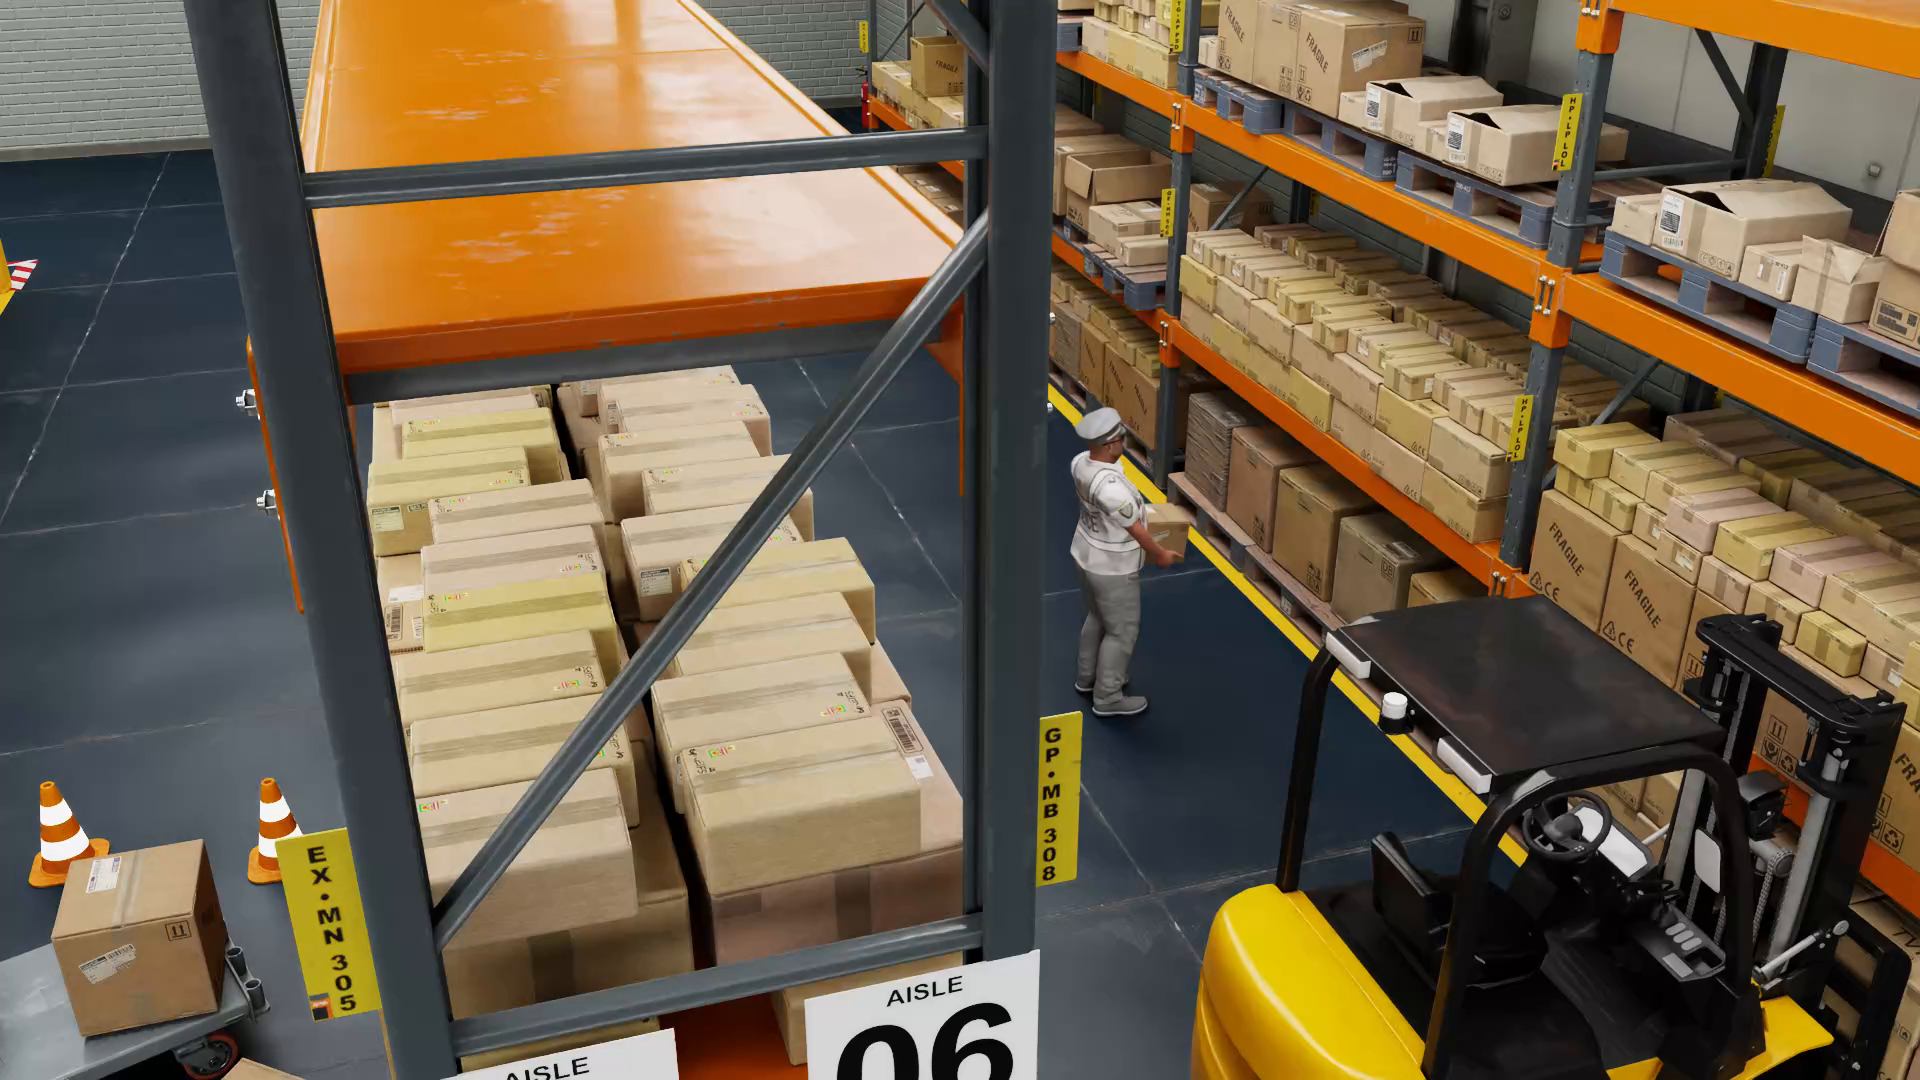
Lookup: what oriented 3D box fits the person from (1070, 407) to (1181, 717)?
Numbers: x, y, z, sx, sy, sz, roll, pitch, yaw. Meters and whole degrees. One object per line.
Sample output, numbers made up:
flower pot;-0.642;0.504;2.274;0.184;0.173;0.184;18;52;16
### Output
person;0.890;0.097;9.137;0.573;1.767;0.494;-8;27;-15
